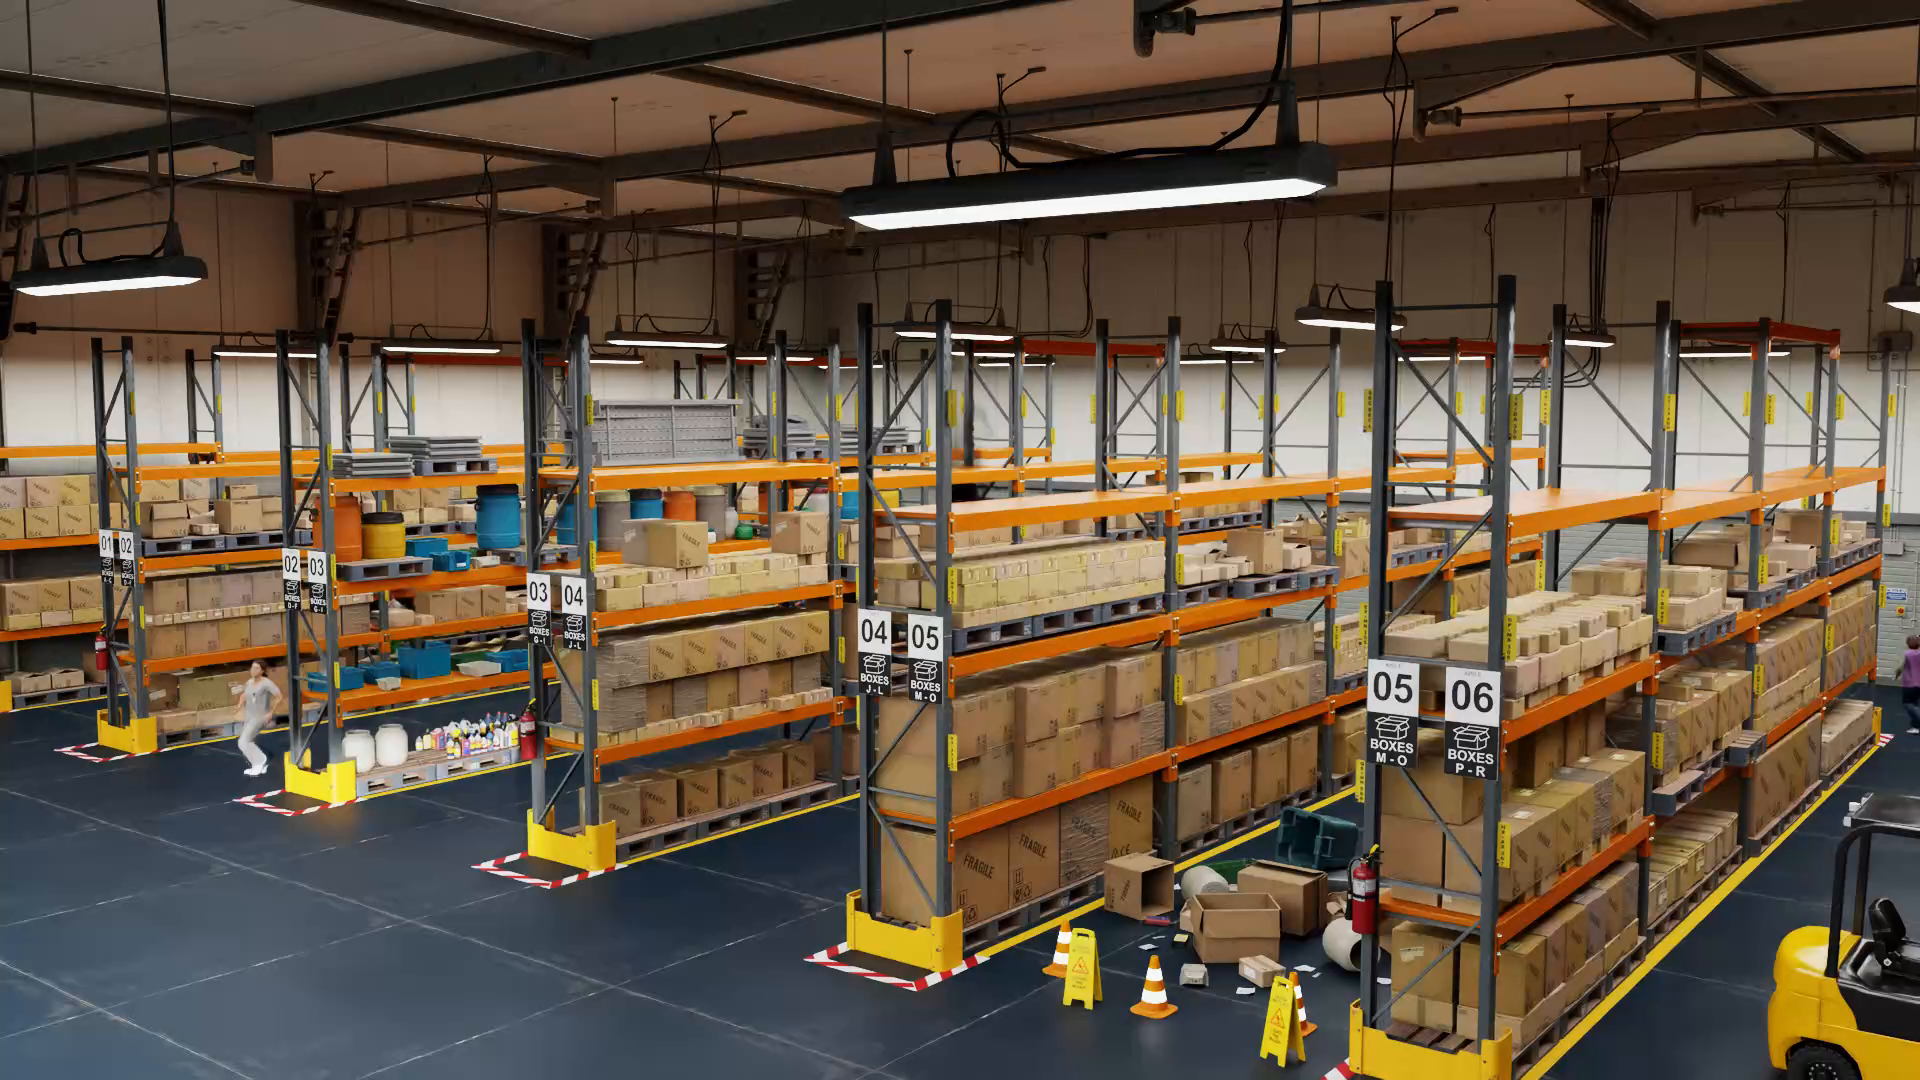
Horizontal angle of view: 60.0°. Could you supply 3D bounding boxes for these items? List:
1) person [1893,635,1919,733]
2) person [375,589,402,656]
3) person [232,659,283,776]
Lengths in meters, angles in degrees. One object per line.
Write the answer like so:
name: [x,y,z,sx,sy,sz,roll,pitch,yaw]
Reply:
person: [14.490,2.210,25.256,0.594,1.564,0.582,0,5,2]
person: [-10.126,1.671,29.540,0.659,1.774,1.002,4,6,37]
person: [-9.476,2.402,22.374,0.624,1.610,0.562,3,6,30]
